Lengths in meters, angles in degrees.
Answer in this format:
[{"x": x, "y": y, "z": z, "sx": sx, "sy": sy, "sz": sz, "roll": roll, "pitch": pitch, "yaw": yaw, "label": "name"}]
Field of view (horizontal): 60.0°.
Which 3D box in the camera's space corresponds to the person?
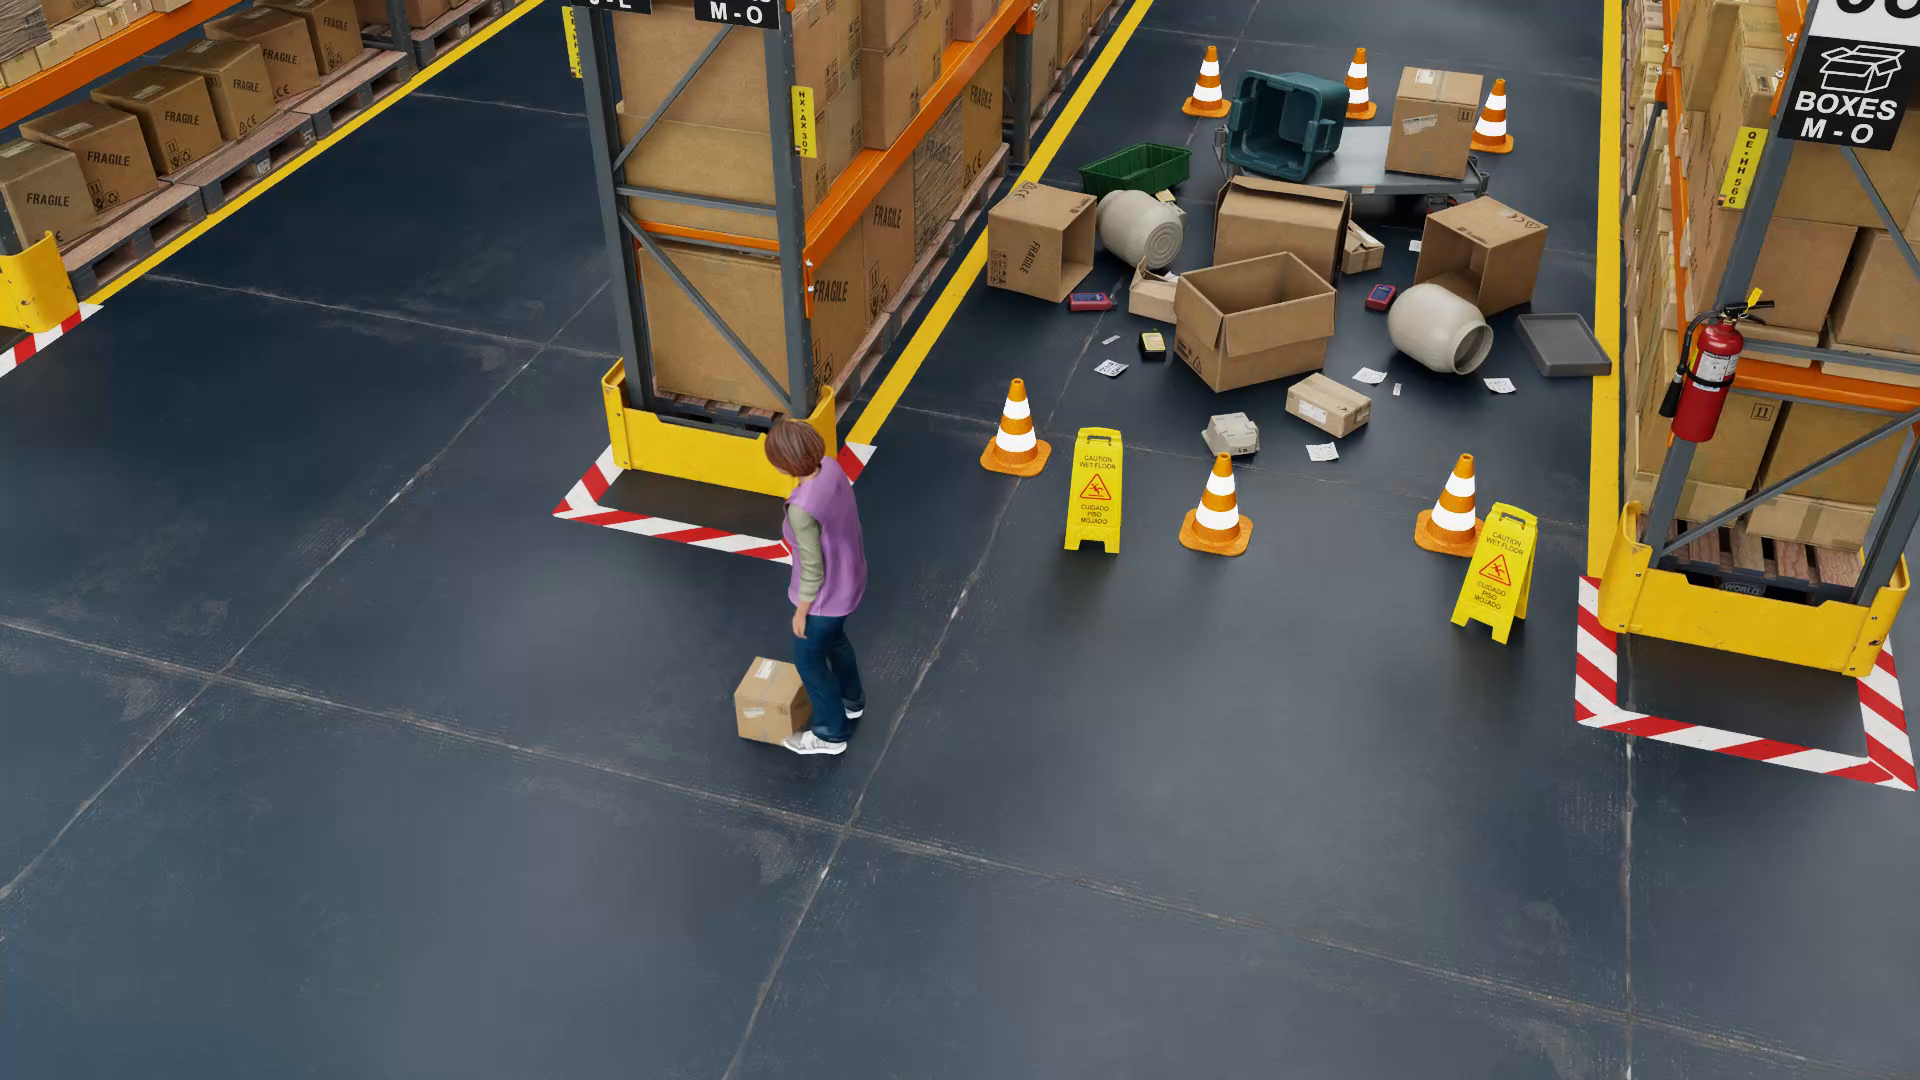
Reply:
[{"x": -0.527, "y": 0.259, "z": 6.673, "sx": 0.290, "sy": 1.326, "sz": 0.457, "roll": 9, "pitch": 39, "yaw": 12, "label": "person"}]
